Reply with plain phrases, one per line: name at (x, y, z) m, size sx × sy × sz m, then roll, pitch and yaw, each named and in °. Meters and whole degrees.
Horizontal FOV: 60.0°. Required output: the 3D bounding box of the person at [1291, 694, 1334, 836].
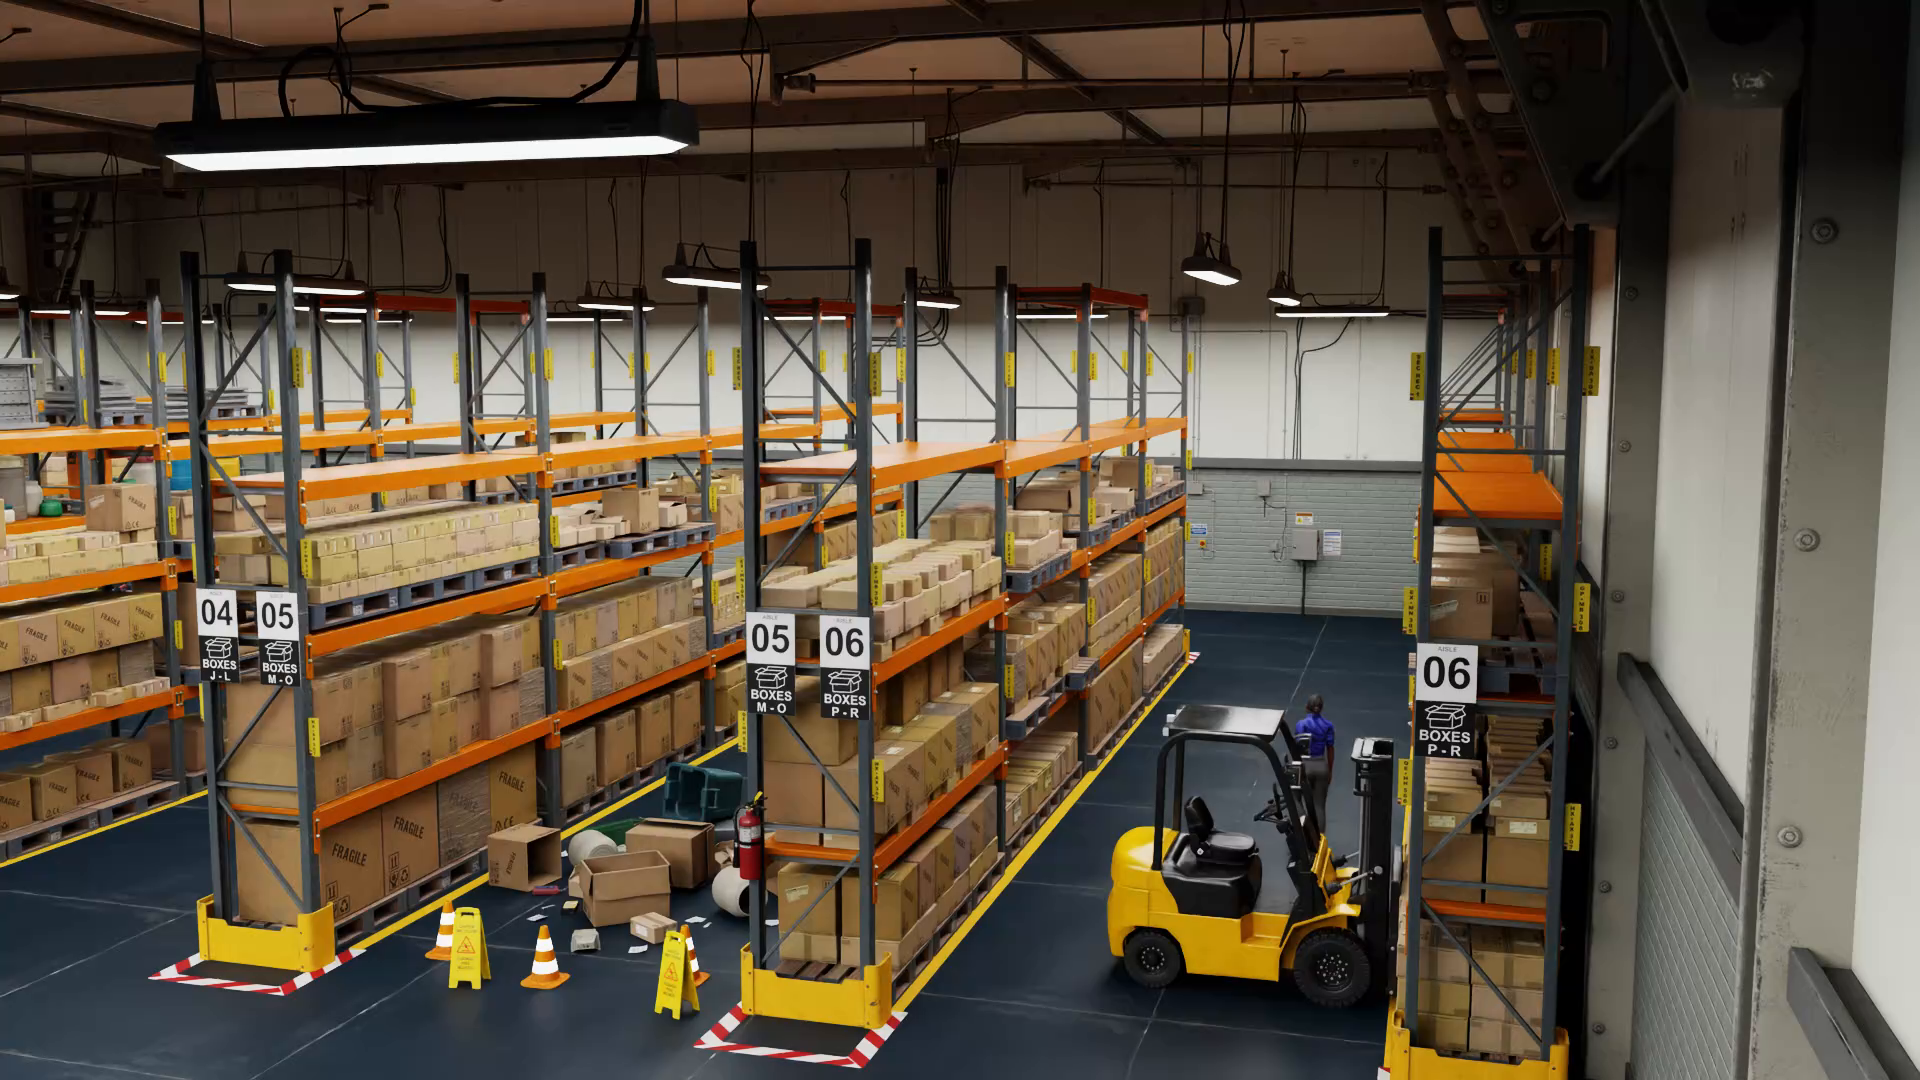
person at (3.663, 2.430, 17.230) m, size 0.483 × 1.676 × 0.490 m, roll -1°, pitch 6°, yaw -9°
